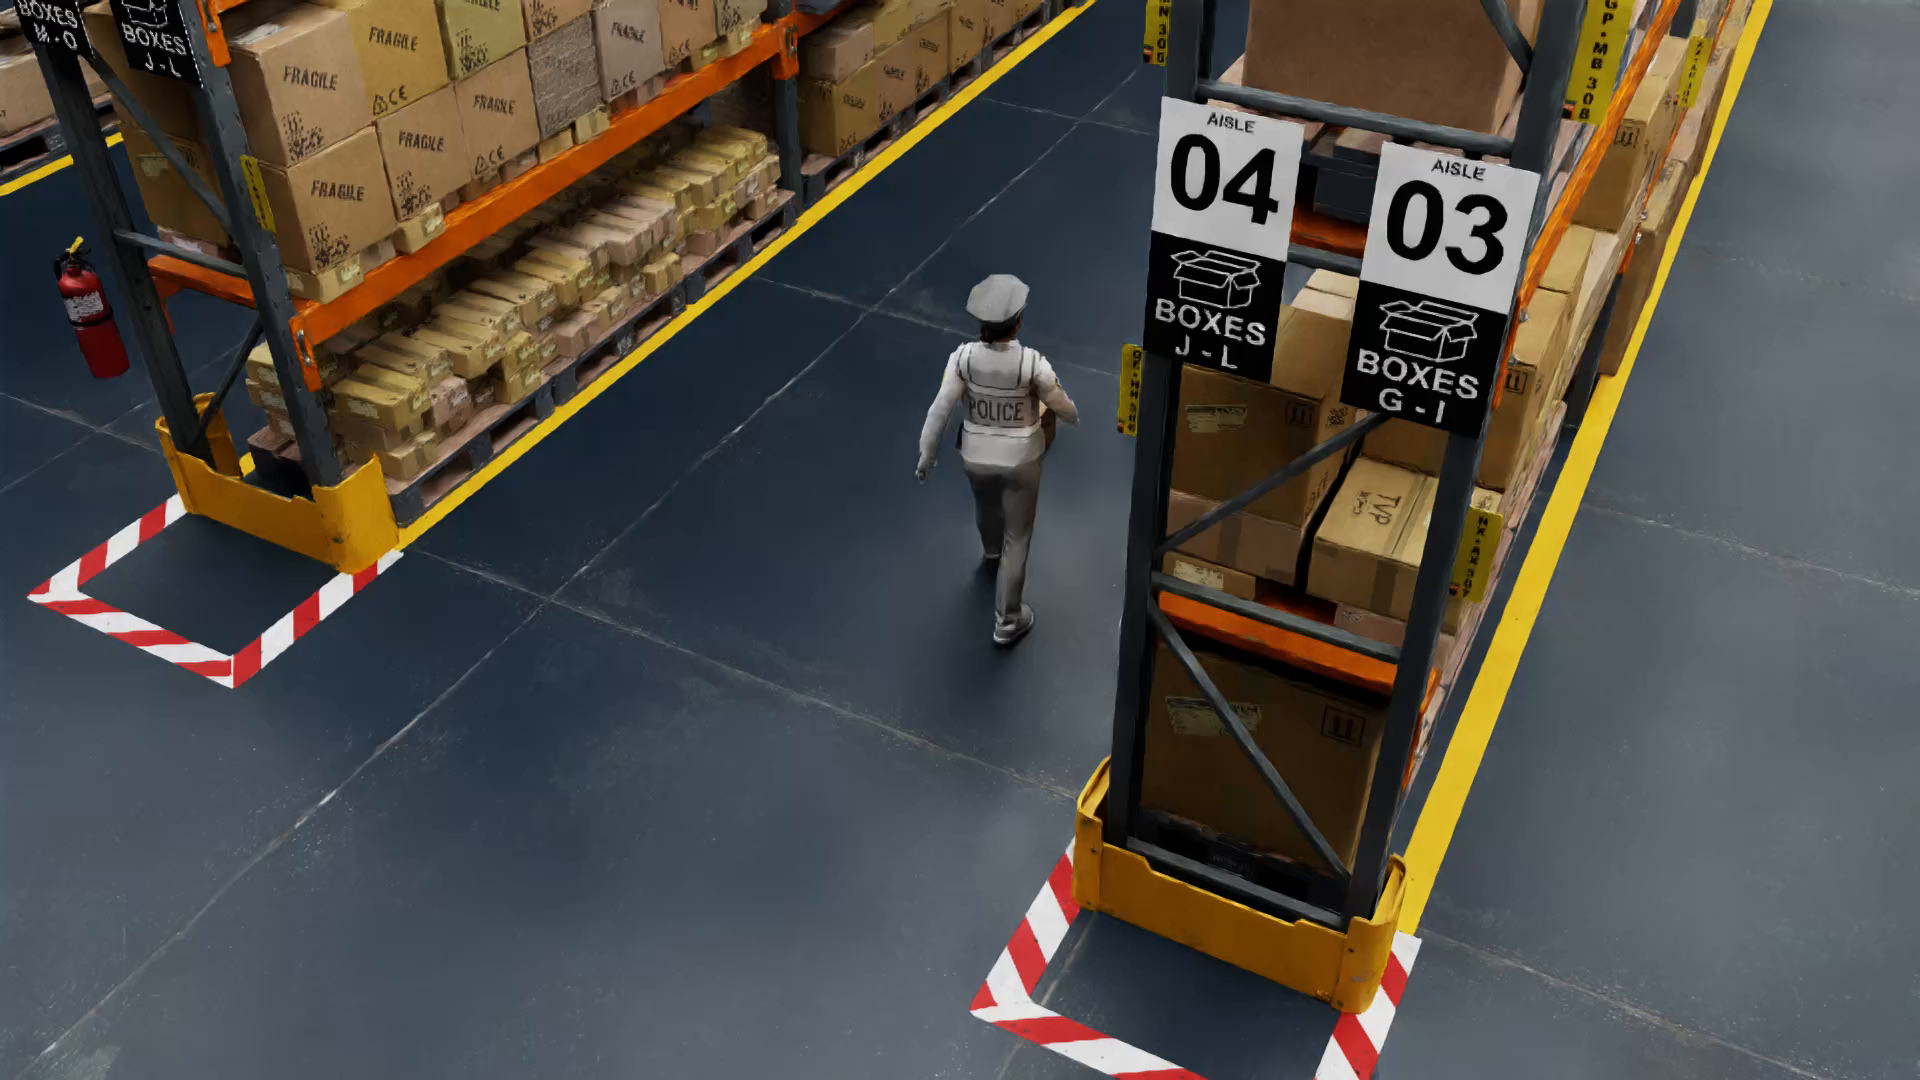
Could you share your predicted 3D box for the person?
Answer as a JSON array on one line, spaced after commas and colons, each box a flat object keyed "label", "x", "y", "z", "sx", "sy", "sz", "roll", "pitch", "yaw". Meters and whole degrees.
[{"label": "person", "x": 0.177, "y": -0.431, "z": 7.290, "sx": 0.666, "sy": 1.664, "sz": 0.851, "roll": 9, "pitch": 39, "yaw": 11}]
